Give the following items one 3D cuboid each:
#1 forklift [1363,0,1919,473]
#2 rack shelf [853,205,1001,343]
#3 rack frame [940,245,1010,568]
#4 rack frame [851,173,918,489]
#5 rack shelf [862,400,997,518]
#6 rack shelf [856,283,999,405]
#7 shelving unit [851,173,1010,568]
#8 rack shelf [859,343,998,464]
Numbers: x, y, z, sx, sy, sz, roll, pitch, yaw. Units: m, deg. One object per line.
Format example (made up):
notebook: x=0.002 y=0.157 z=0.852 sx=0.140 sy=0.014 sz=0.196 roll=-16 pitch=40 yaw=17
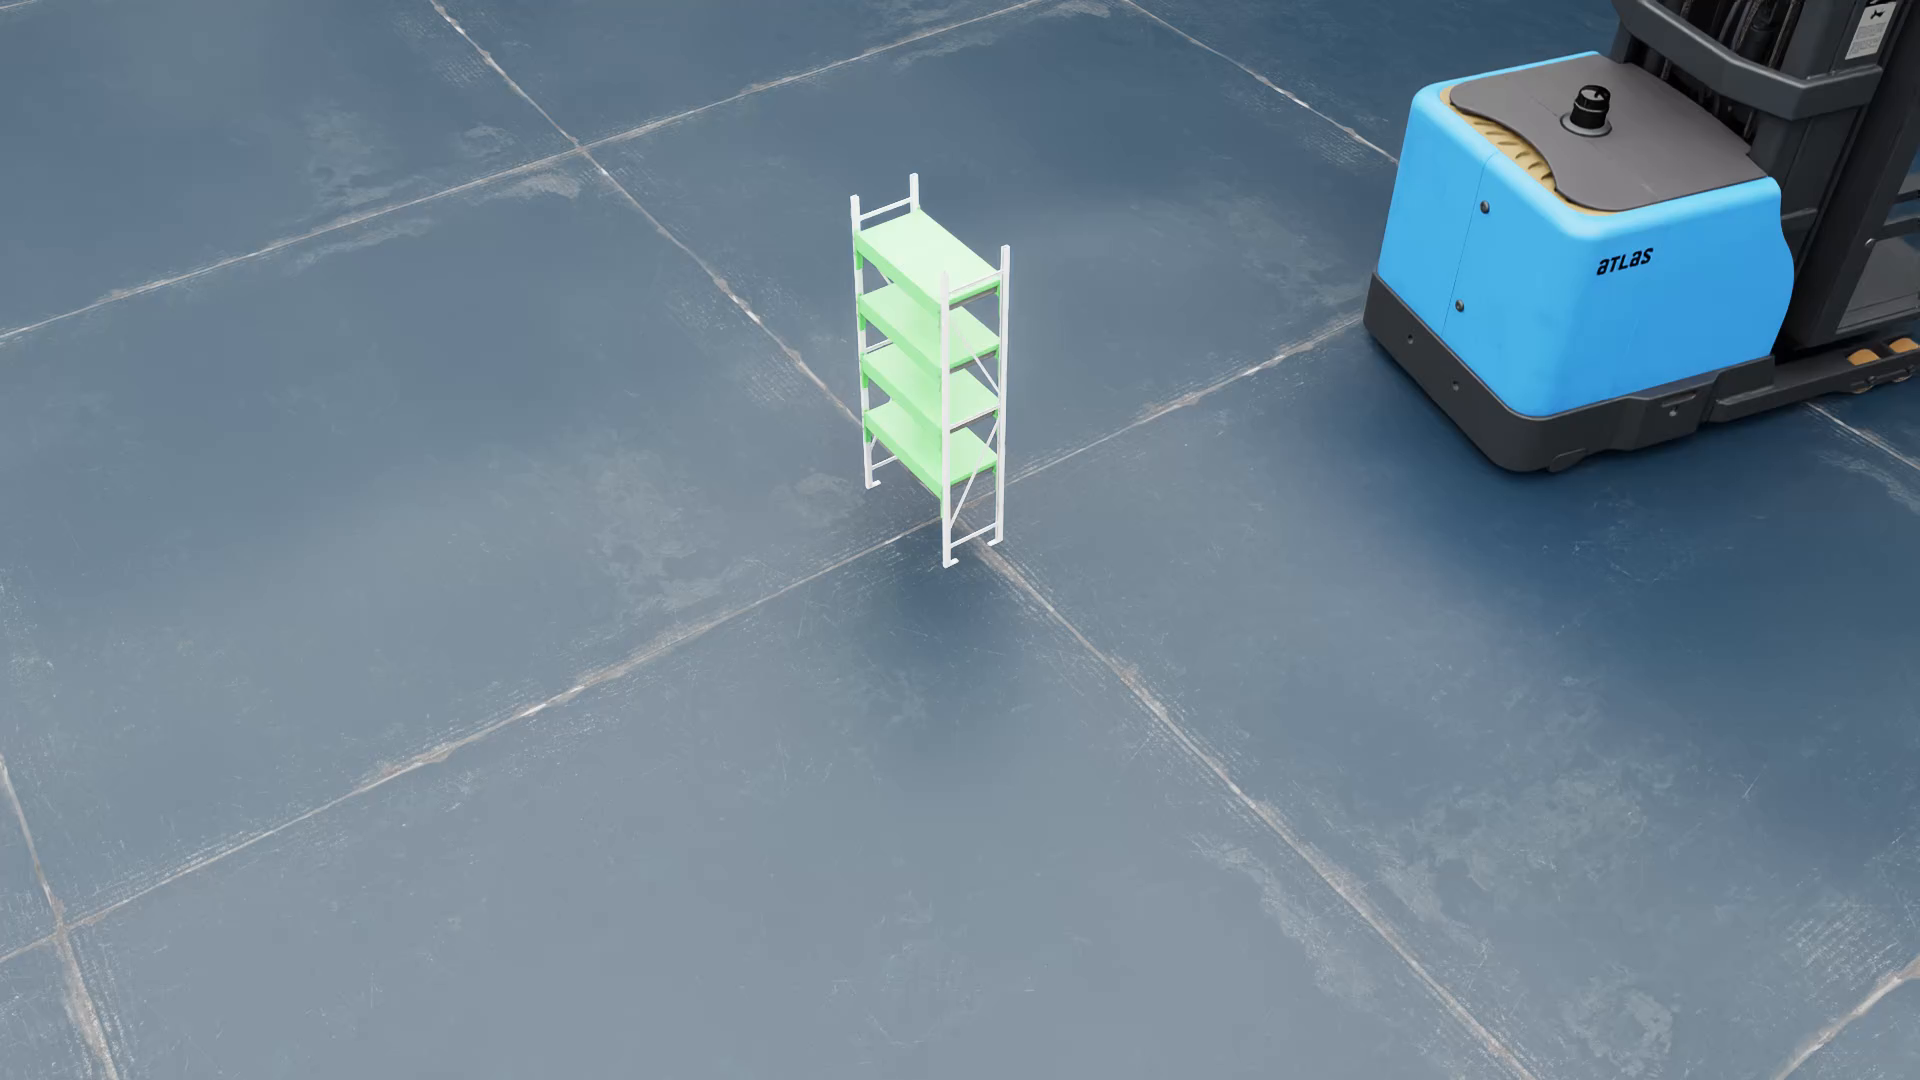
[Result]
forklift: x=3.156 y=-1.944 z=5.664 sx=3.031 sy=2.935 sz=1.130 roll=-15 pitch=46 yaw=-15
rack shelf: x=-0.095 y=-0.829 z=5.147 sx=0.258 sy=0.148 sz=0.480 roll=-26 pitch=49 yaw=-24
rack frame: x=0.045 y=-0.390 z=5.289 sx=0.240 sy=1.200 sz=0.015 roll=-26 pitch=49 yaw=-24
rack frame: x=-0.234 y=-0.666 z=5.579 sx=0.240 sy=1.200 sz=0.015 roll=-26 pitch=49 yaw=-24
rack shelf: x=-0.095 y=-0.308 z=5.644 sx=0.258 sy=0.148 sz=0.480 roll=-26 pitch=49 yaw=-24
rack shelf: x=-0.095 y=-0.655 z=5.312 sx=0.258 sy=0.148 sz=0.480 roll=-26 pitch=49 yaw=-24
shelving unit: x=-0.095 y=-0.528 z=5.434 sx=0.258 sy=1.200 sz=0.503 roll=-26 pitch=49 yaw=-24
rack shelf: x=-0.095 y=-0.482 z=5.478 sx=0.258 sy=0.148 sz=0.480 roll=-26 pitch=49 yaw=-24
